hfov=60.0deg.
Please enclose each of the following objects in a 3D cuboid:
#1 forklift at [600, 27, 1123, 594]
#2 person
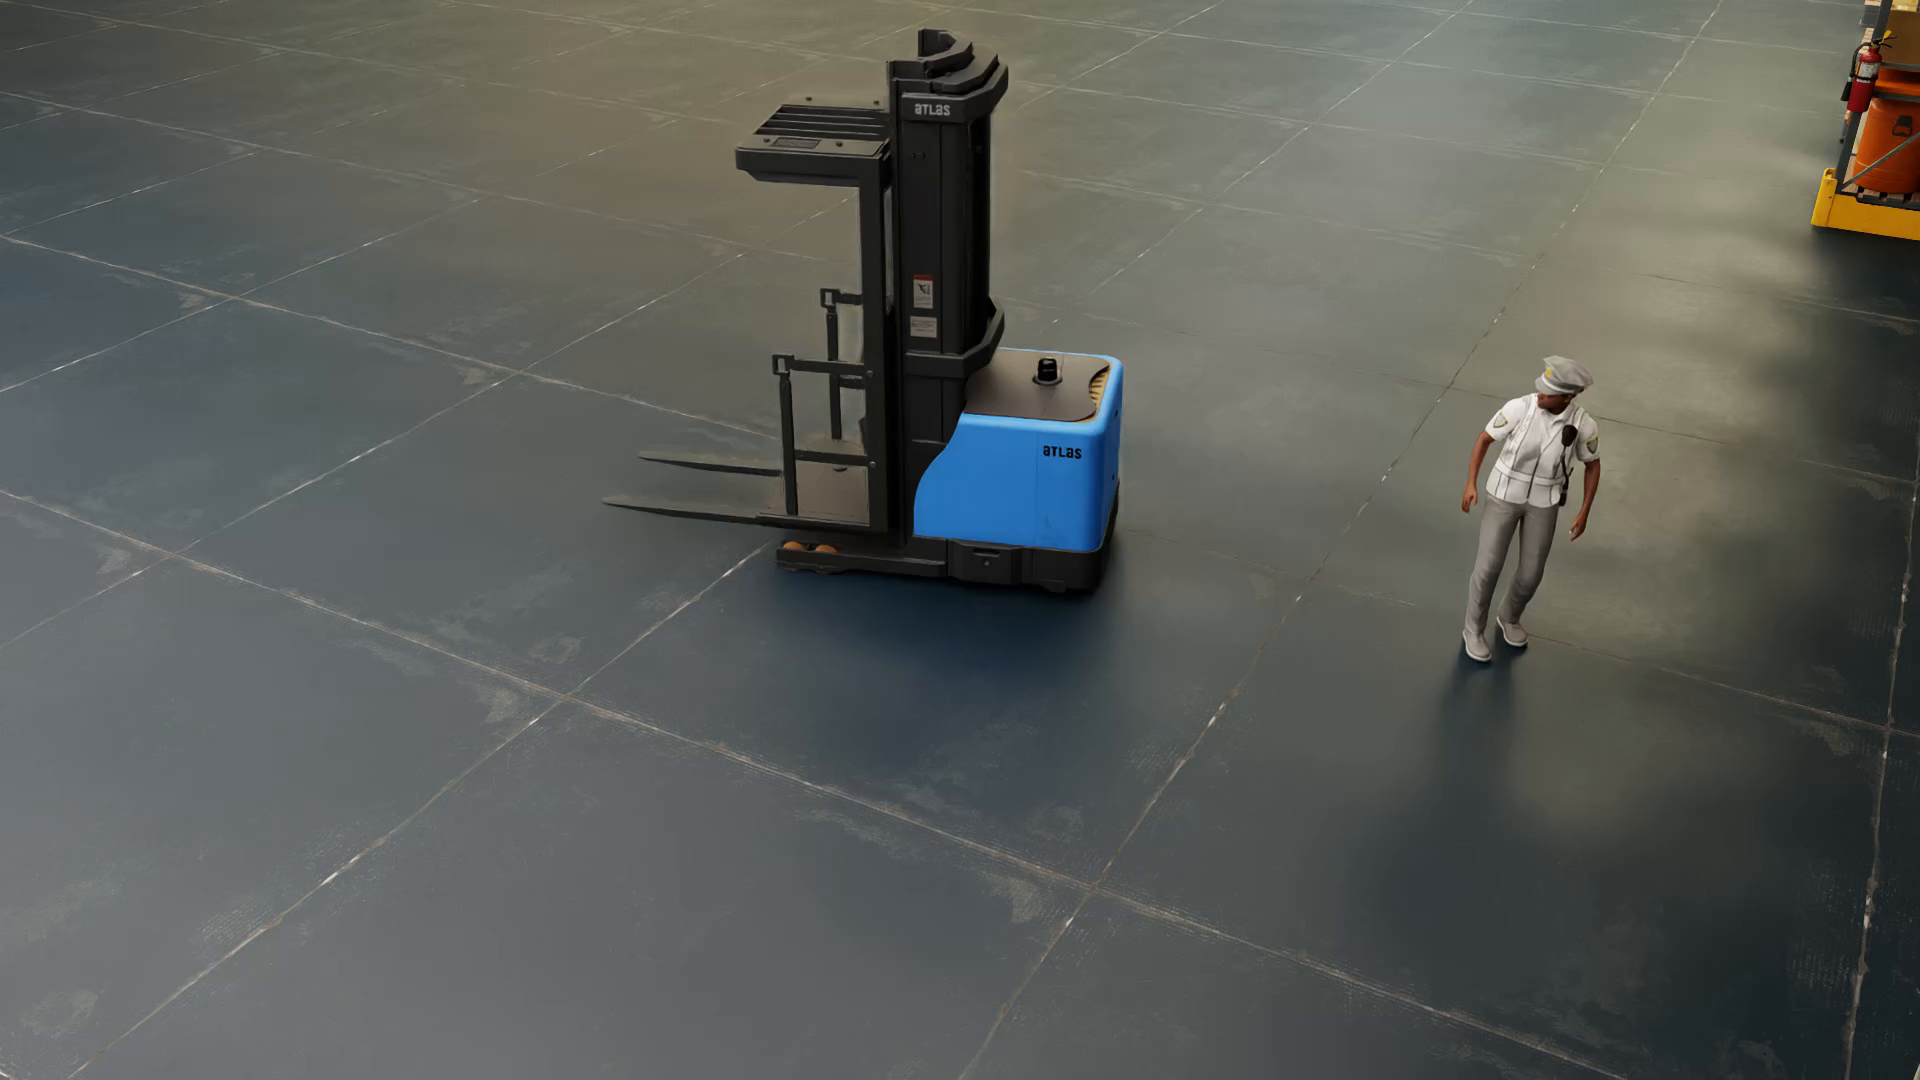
[{"bbox_3d":[-0.606,-1.323,9.363,3.031,2.935,1.130,6,30,10],"label":"forklift"},{"bbox_3d":[2.948,-0.161,8.630,0.663,1.656,0.482,5,30,9],"label":"person"}]
